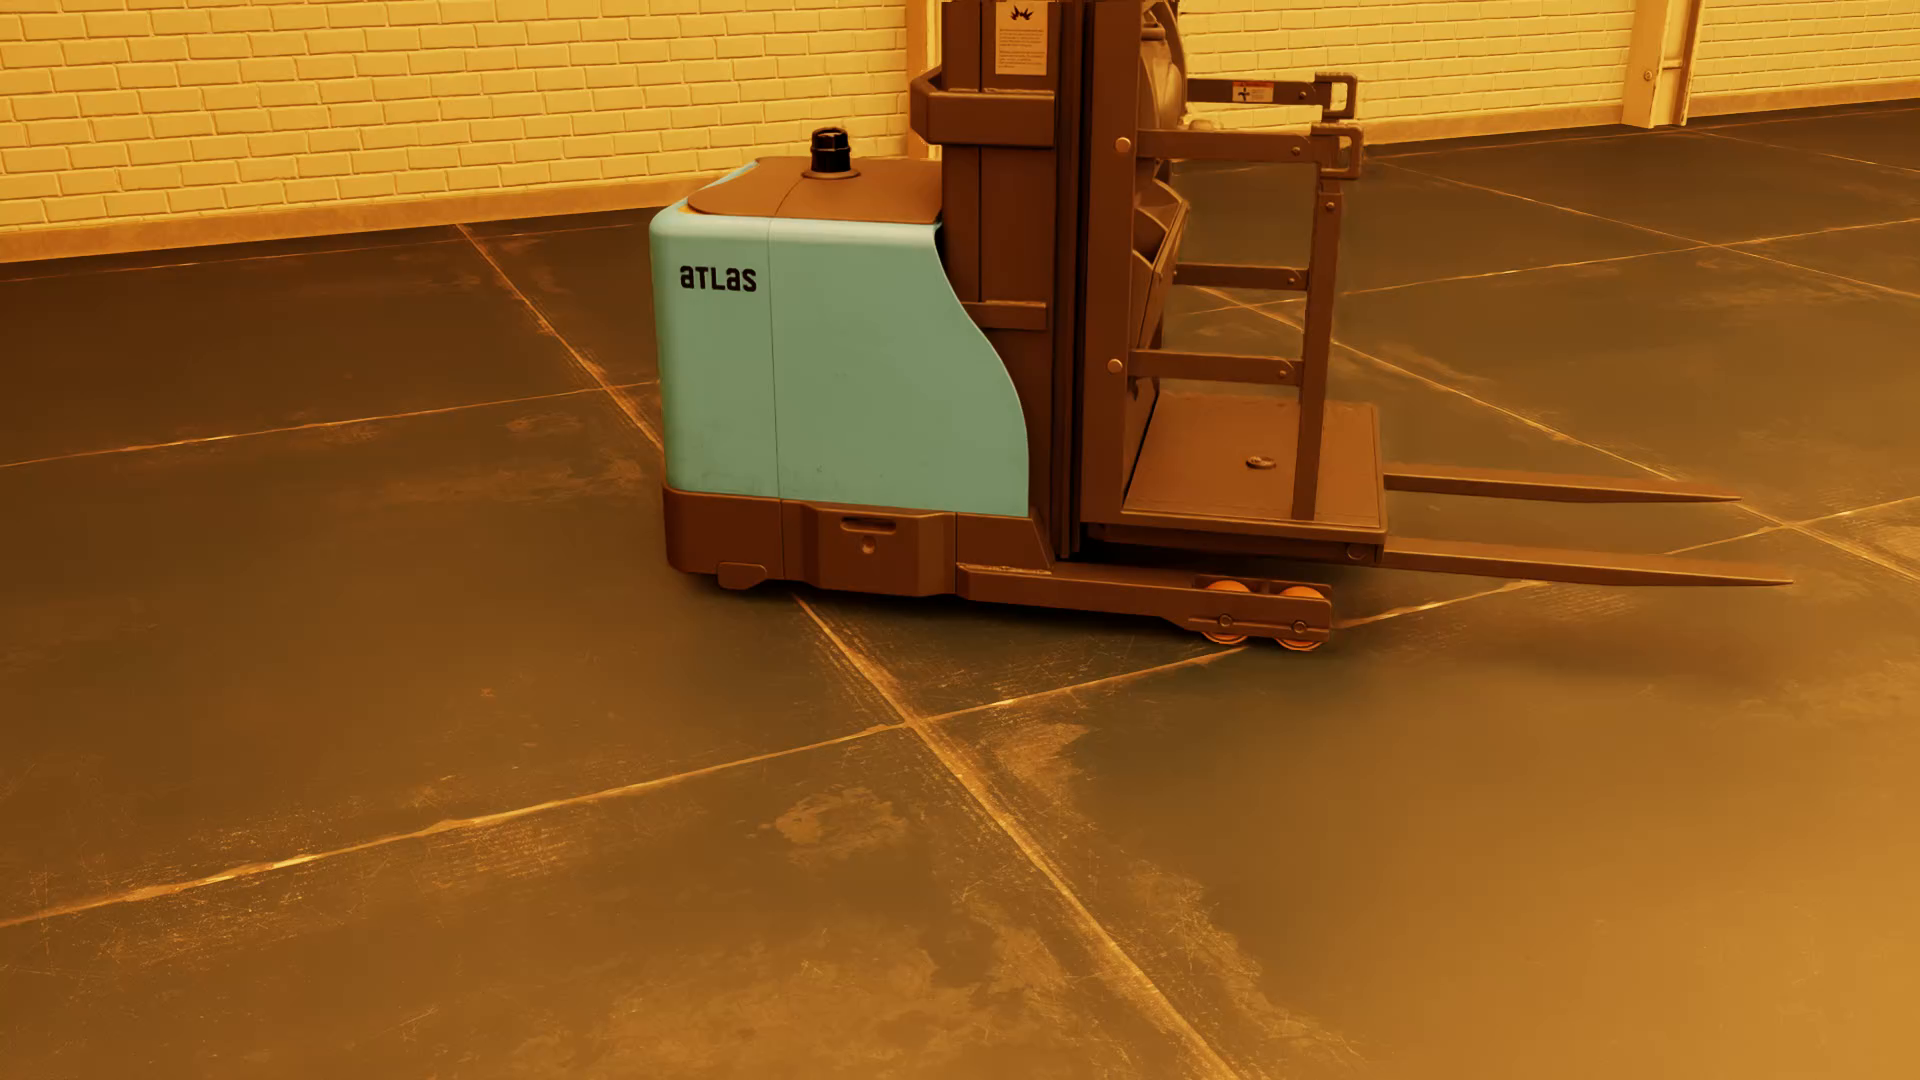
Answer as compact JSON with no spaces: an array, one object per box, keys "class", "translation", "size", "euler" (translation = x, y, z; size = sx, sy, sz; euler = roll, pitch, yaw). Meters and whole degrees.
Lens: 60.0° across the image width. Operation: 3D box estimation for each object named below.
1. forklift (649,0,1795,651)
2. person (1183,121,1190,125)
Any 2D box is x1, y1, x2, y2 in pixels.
[{"class":"forklift","translation":[0.727,-1.283,4.374],"size":[3.031,2.935,1.130],"euler":[5,23,11]},{"class":"person","translation":[0.516,-1.291,6.320],"size":[1.118,1.526,0.950],"euler":[-12,25,-27]}]
